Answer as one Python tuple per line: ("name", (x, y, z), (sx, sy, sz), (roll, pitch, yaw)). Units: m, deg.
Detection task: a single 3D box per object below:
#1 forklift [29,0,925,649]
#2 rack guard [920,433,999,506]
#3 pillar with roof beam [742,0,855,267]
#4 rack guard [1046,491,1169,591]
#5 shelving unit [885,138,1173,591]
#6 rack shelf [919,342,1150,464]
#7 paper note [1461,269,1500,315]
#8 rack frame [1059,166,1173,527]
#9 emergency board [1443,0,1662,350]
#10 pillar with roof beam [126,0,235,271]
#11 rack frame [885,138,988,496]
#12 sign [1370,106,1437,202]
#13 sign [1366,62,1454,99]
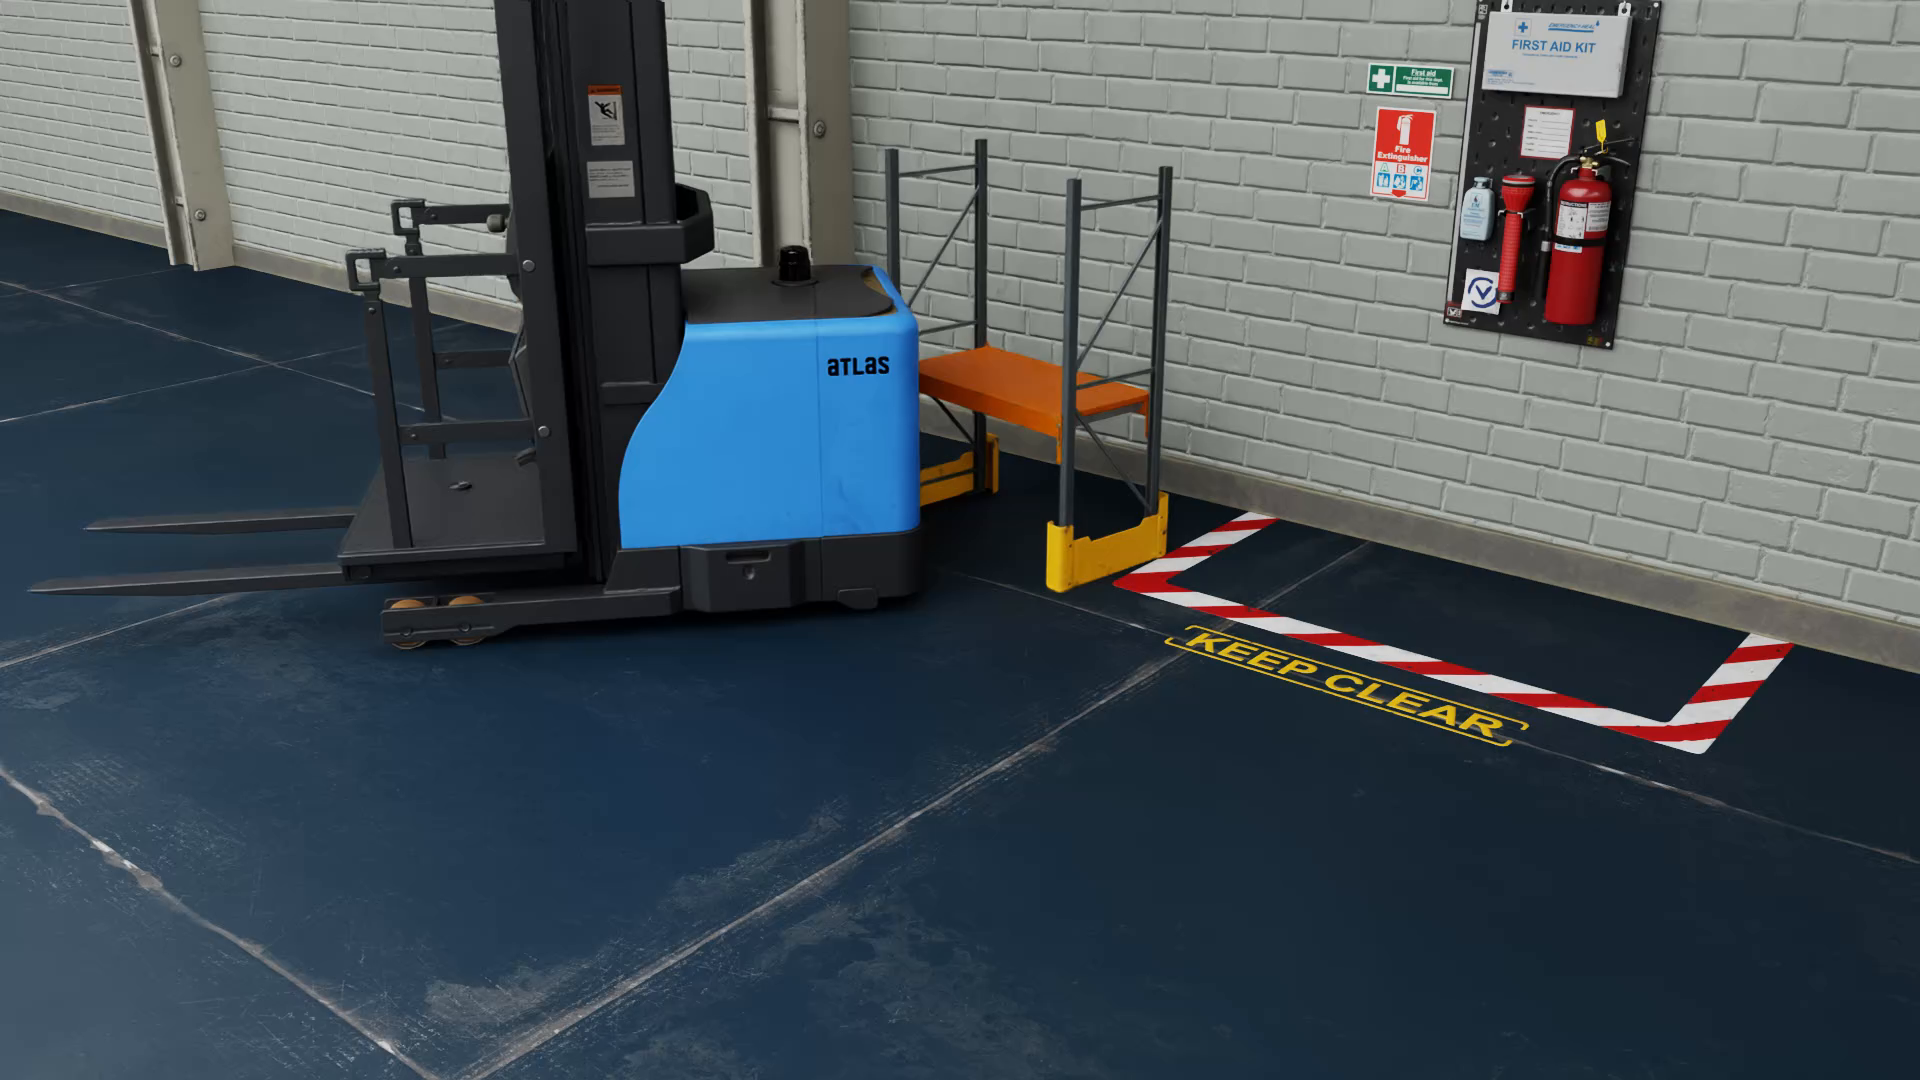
("forklift", (-1.694, -1.199, 5.695), (3.031, 2.935, 1.130), (-4, 21, -9))
("rack guard", (-0.076, -0.272, 7.035), (0.587, 0.250, 0.087), (-17, 26, -37))
("pillar with roof beam", (-3.479, -3.668, 3.641), (0.400, 9.000, 9.100), (16, 26, 36))
("rack guard", (0.565, -0.003, 6.322), (0.587, 0.250, 0.087), (-17, 26, -37))
("shelving unit", (0.244, -0.722, 6.458), (0.587, 1.500, 1.083), (-17, 26, -37))
("rack shelf", (0.238, -0.556, 6.528), (0.538, 0.185, 1.000), (-17, 26, -37))
("paper note", (1.907, -0.907, 6.070), (0.142, 0.148, 0.016), (16, 26, 36))
("rack frame", (0.566, -0.588, 6.100), (0.500, 1.500, 0.032), (-17, 26, -37))
("emergency board", (2.001, -1.261, 5.760), (0.643, 1.169, 0.194), (16, 26, 36))
("pillar with roof beam", (-8.127, -5.006, 7.191), (0.400, 9.000, 9.100), (16, 26, 36))
("rack frame", (-0.089, -0.862, 6.828), (0.500, 1.500, 0.032), (-17, 26, -37))
("sign", (1.638, -1.429, 6.155), (0.234, 0.329, 0.001), (16, 26, 36))
("sign", (1.636, -1.673, 6.053), (0.331, 0.109, 0.001), (16, 26, 36))
